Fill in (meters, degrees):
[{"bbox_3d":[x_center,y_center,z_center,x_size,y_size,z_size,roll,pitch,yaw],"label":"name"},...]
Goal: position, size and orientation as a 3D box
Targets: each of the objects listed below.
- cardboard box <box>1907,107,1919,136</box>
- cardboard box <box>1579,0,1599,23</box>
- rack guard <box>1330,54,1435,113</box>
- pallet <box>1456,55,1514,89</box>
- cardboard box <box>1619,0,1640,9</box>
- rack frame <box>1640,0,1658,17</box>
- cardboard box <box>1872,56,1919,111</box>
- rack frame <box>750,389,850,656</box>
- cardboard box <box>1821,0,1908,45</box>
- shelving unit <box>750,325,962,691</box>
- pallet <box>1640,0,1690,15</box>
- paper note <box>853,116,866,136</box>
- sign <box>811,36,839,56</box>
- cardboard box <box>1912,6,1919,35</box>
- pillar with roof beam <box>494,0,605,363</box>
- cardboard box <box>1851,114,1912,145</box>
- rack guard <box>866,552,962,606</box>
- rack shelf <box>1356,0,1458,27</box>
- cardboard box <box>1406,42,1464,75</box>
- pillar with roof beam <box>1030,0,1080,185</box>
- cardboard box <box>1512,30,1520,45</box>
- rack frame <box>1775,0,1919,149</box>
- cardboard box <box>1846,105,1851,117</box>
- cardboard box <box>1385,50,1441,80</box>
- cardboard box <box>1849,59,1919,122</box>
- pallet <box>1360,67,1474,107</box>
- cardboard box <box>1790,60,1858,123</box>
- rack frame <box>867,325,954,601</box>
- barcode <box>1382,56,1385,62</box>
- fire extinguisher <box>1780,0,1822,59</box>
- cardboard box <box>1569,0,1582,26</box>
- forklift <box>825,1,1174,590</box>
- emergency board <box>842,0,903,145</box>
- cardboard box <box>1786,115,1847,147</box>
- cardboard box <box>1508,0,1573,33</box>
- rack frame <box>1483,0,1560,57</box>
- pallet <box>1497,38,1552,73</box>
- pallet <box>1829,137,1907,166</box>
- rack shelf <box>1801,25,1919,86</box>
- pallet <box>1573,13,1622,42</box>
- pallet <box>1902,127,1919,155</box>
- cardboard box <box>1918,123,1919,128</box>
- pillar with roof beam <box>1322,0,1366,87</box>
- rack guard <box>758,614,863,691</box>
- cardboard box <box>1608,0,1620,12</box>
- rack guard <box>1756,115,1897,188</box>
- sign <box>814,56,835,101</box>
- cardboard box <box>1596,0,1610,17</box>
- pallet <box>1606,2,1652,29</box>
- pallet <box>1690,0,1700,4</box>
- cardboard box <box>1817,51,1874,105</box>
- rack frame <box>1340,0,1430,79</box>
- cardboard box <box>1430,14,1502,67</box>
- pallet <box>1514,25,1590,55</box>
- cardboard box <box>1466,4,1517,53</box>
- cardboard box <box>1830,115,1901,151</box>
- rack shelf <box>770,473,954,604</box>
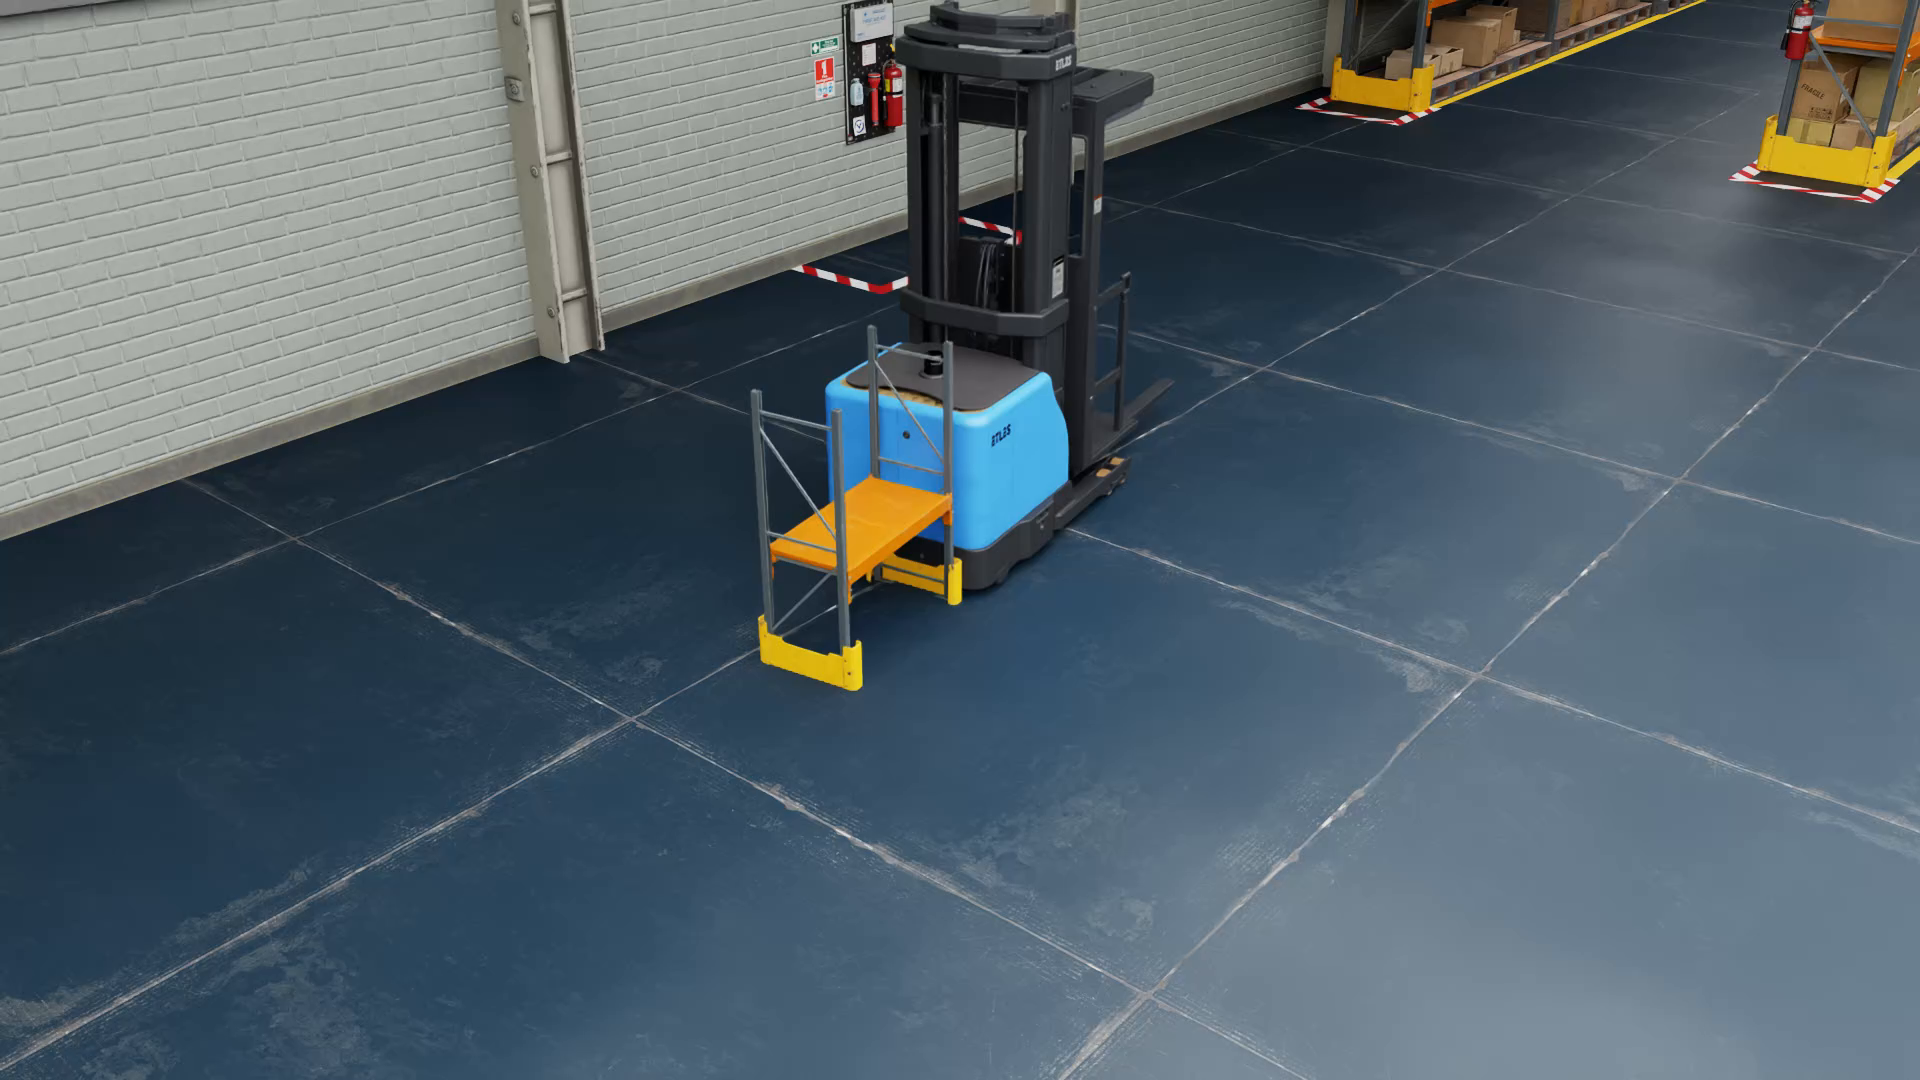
[{"bbox_3d":[9.911,-4.502,17.724,0.500,0.250,0.500,21,34,34],"label":"cardboard box"},{"bbox_3d":[8.585,-7.639,23.493,0.700,0.500,0.500,21,34,35],"label":"cardboard box"},{"bbox_3d":[4.988,-5.419,19.682,1.175,0.500,0.348,21,34,34],"label":"rack guard"},{"bbox_3d":[6.309,-5.999,21.117,1.003,0.211,1.213,21,34,34],"label":"pallet"},{"bbox_3d":[9.611,-8.154,24.489,0.700,0.500,0.500,21,34,35],"label":"cardboard box"},{"bbox_3d":[10.029,-9.339,24.538,1.000,3.000,0.127,21,34,34],"label":"rack frame"},{"bbox_3d":[9.902,-4.839,17.558,0.500,0.500,0.500,21,34,34],"label":"cardboard box"},{"bbox_3d":[-0.766,0.016,8.086,0.500,1.500,0.032,15,31,26],"label":"rack frame"},{"bbox_3d":[9.072,-5.262,16.549,0.700,0.500,0.500,21,34,34],"label":"cardboard box"},{"bbox_3d":[-0.508,-0.190,8.484,0.587,1.500,1.083,15,31,26],"label":"shelving unit"},{"bbox_3d":[10.588,-8.358,25.677,1.003,0.211,1.213,21,34,34],"label":"pallet"},{"bbox_3d":[-0.866,-3.578,14.360,0.016,0.148,0.142,21,34,34],"label":"paper note"},{"bbox_3d":[-1.121,-4.096,13.787,0.001,0.109,0.331,21,34,34],"label":"sign"},{"bbox_3d":[9.402,-5.450,16.912,0.700,0.500,0.500,22,34,36],"label":"cardboard box"},{"bbox_3d":[0.407,-4.155,7.989,9.100,9.000,0.400,21,34,34],"label":"pillar with roof beam"},{"bbox_3d":[9.593,-4.325,17.381,0.500,0.250,0.500,21,34,34],"label":"cardboard box"},{"bbox_3d":[-0.259,0.167,9.155,0.587,0.250,0.087,15,31,26],"label":"rack guard"},{"bbox_3d":[6.212,-6.892,20.591,1.077,0.370,4.000,21,34,34],"label":"rack shelf"},{"bbox_3d":[5.812,-5.925,20.386,0.500,0.311,0.500,24,36,38],"label":"cardboard box"},{"bbox_3d":[4.223,-6.283,12.101,9.100,9.000,0.400,21,34,34],"label":"pillar with roof beam"},{"bbox_3d":[7.167,-6.659,21.963,0.380,0.166,0.250,16,31,28],"label":"cardboard box"},{"bbox_3d":[8.765,-5.056,16.259,1.000,3.000,0.127,21,34,34],"label":"rack frame"},{"bbox_3d":[9.187,-4.479,17.679,0.500,0.250,0.500,21,34,34],"label":"cardboard box"},{"bbox_3d":[5.450,-5.723,19.995,0.500,0.311,0.500,17,32,29],"label":"cardboard box"},{"bbox_3d":[9.594,-4.658,17.208,0.500,0.500,0.500,21,34,34],"label":"cardboard box"},{"bbox_3d":[5.532,-5.569,20.285,1.003,0.211,1.213,21,34,34],"label":"pallet"},{"bbox_3d":[8.876,-4.632,17.158,0.500,0.500,0.500,21,34,34],"label":"cardboard box"},{"bbox_3d":[-0.258,-0.388,8.869,0.500,1.500,0.032,15,31,26],"label":"rack frame"},{"bbox_3d":[5.152,-5.850,20.232,0.001,0.075,0.075,21,34,34],"label":"barcode"},{"bbox_3d":[8.331,-5.116,16.459,0.296,0.674,0.183,21,34,34],"label":"fire extinguisher"},{"bbox_3d":[8.230,-7.470,23.166,0.700,0.500,0.500,20,33,33],"label":"cardboard box"},{"bbox_3d":[0.417,-1.671,9.791,1.130,2.935,3.031,15,31,26],"label":"forklift"},{"bbox_3d":[-0.700,-4.011,14.240,0.194,1.169,0.643,21,34,34],"label":"emergency board"},{"bbox_3d":[8.878,-4.298,17.329,0.500,0.250,0.500,21,34,34],"label":"cardboard box"},{"bbox_3d":[7.940,-7.272,22.784,0.700,0.500,0.500,22,35,36],"label":"cardboard box"},{"bbox_3d":[7.484,-7.921,21.797,1.000,3.000,0.127,21,34,34],"label":"rack frame"},{"bbox_3d":[7.084,-6.434,21.957,1.003,0.211,1.213,21,34,34],"label":"pallet"},{"bbox_3d":[9.219,-4.101,17.448,1.003,0.211,1.213,21,34,34],"label":"pallet"},{"bbox_3d":[10.037,-5.446,17.795,1.077,0.370,4.000,21,34,34],"label":"rack shelf"},{"bbox_3d":[8.754,-7.393,23.812,1.003,0.211,1.213,21,34,34],"label":"pallet"},{"bbox_3d":[9.995,-4.532,18.280,1.003,0.211,1.213,21,34,34],"label":"pallet"},{"bbox_3d":[10.233,-4.678,18.064,0.500,0.250,0.500,21,34,34],"label":"cardboard box"},{"bbox_3d":[8.040,-8.410,16.213,9.100,9.000,0.400,21,34,34],"label":"pillar with roof beam"},{"bbox_3d":[-0.756,0.564,8.388,0.587,0.250,0.087,15,31,26],"label":"rack guard"},{"bbox_3d":[9.193,-8.005,24.201,0.700,0.500,0.500,21,34,34],"label":"cardboard box"},{"bbox_3d":[8.750,-3.938,16.817,1.175,0.500,0.348,21,34,34],"label":"rack guard"},{"bbox_3d":[-1.131,-3.861,13.911,0.001,0.329,0.234,21,34,34],"label":"sign"},{"bbox_3d":[8.899,-7.821,23.845,0.700,0.500,0.500,21,34,34],"label":"cardboard box"},{"bbox_3d":[9.530,-7.824,24.644,1.003,0.211,1.213,21,34,34],"label":"pallet"},{"bbox_3d":[11.364,-8.789,26.509,1.003,0.211,1.213,21,34,34],"label":"pallet"},{"bbox_3d":[9.501,-4.991,17.852,0.500,0.500,0.500,21,34,34],"label":"cardboard box"},{"bbox_3d":[4.940,-6.503,19.055,1.000,3.000,0.127,21,34,34],"label":"rack frame"},{"bbox_3d":[6.317,-6.254,20.817,0.700,0.500,0.500,18,33,31],"label":"cardboard box"},{"bbox_3d":[7.978,-6.959,22.972,1.003,0.211,1.213,21,34,34],"label":"pallet"},{"bbox_3d":[6.855,-6.626,21.536,0.500,0.500,0.500,18,32,31],"label":"cardboard box"},{"bbox_3d":[9.278,-4.147,17.036,0.500,0.250,0.500,21,34,34],"label":"cardboard box"},{"bbox_3d":[-0.512,-0.026,8.560,0.538,0.185,1.000,15,31,26],"label":"rack shelf"}]
